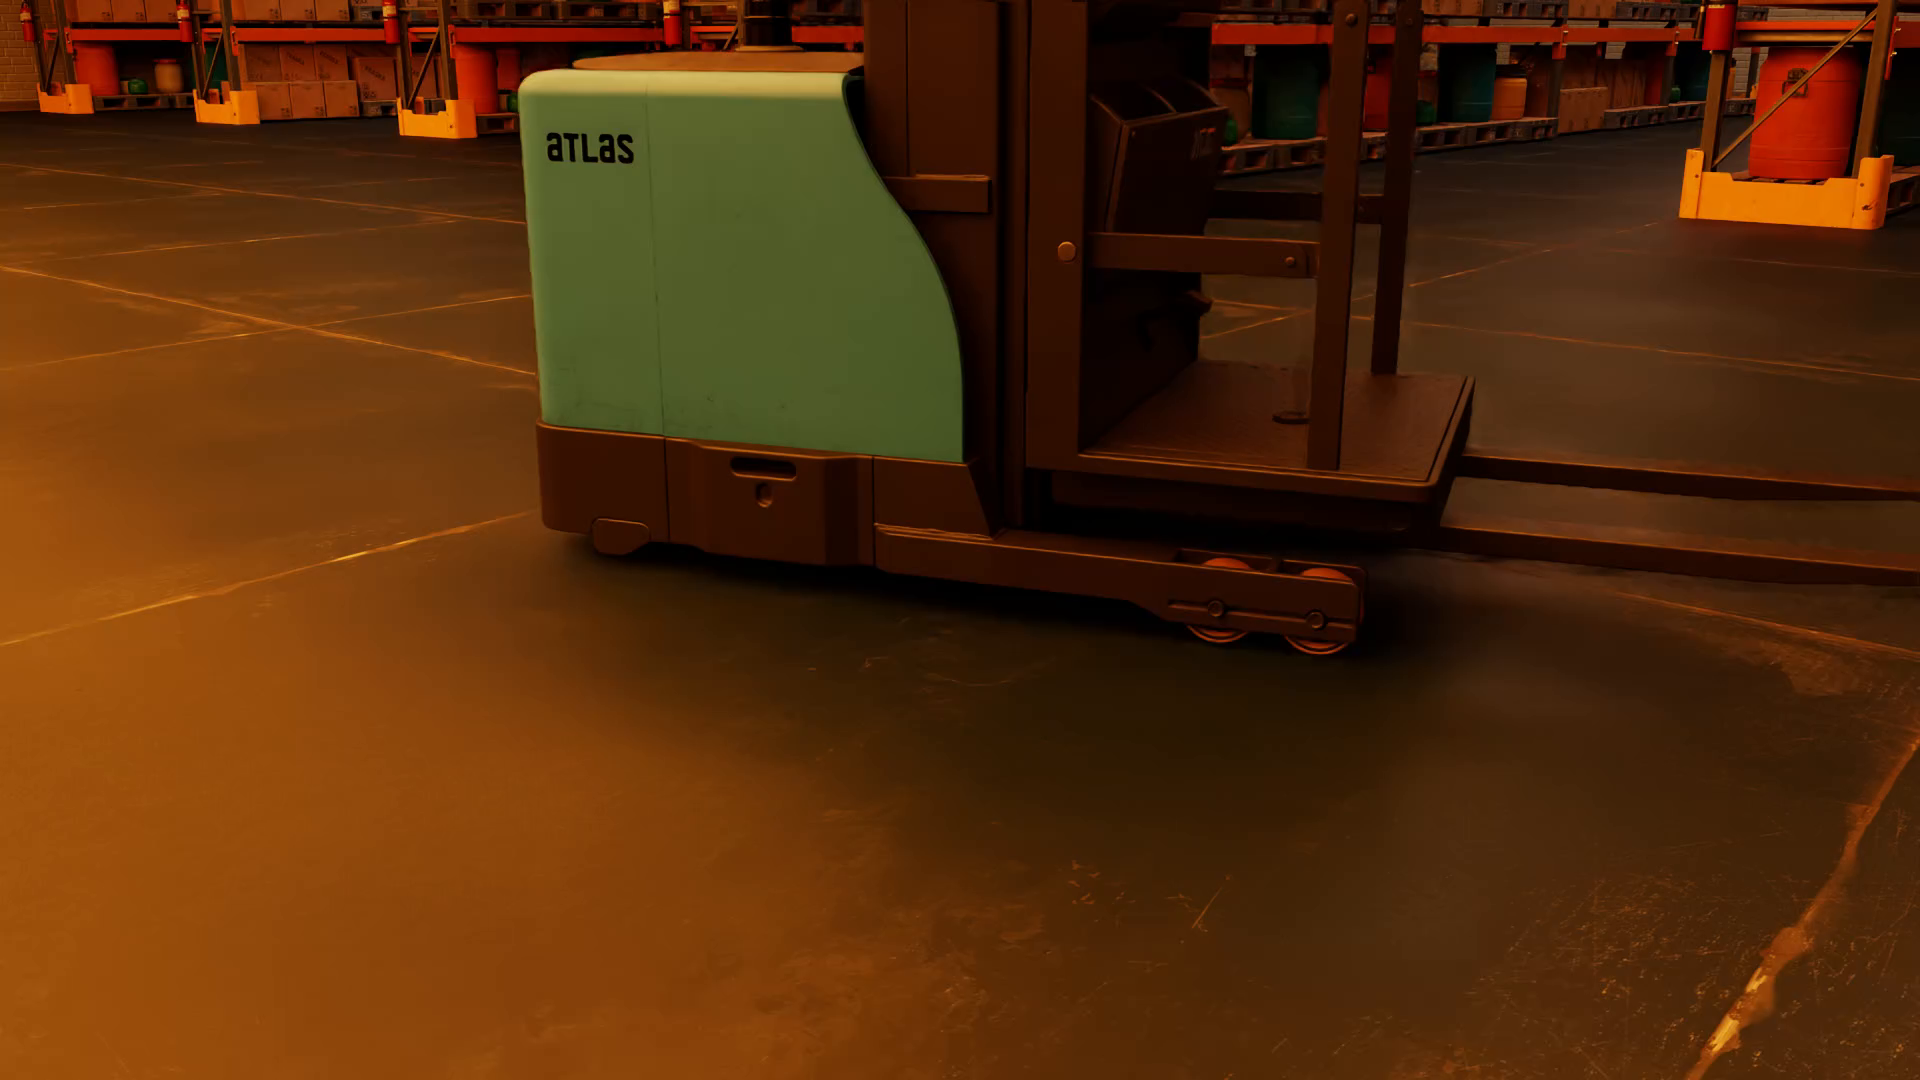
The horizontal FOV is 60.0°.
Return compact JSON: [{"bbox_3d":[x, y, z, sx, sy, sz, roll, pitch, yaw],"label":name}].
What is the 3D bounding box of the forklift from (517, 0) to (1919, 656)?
[{"bbox_3d":[0.608,-1.354,3.356,3.031,2.935,1.130,6,18,19],"label":"forklift"}]
